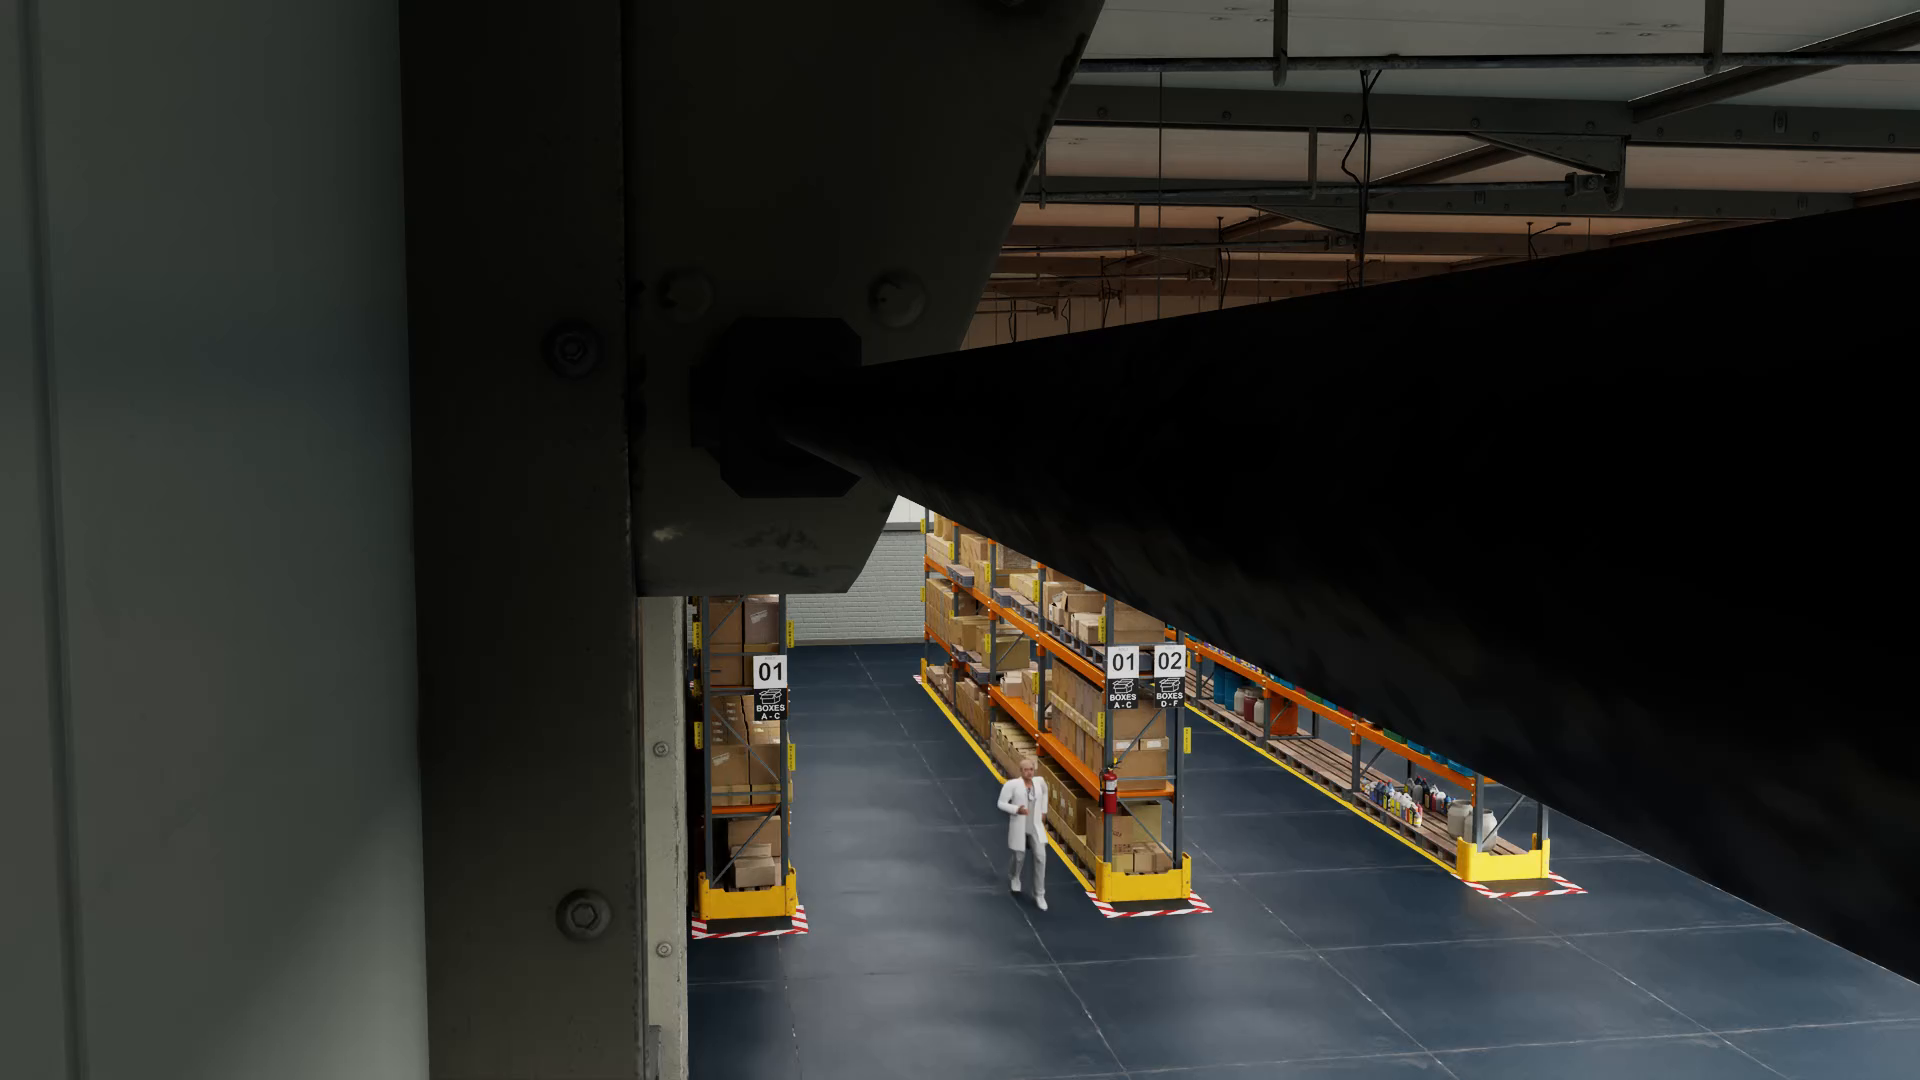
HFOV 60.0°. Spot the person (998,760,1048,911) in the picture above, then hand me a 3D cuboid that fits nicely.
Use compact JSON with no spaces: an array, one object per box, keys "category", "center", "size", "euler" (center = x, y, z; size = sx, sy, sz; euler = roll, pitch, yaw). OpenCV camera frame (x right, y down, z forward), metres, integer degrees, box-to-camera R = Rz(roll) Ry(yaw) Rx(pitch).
[{"category":"person","center":[0.798,3.624,20.776],"size":[0.713,1.807,1.000],"euler":[-1,5,-15]}]
